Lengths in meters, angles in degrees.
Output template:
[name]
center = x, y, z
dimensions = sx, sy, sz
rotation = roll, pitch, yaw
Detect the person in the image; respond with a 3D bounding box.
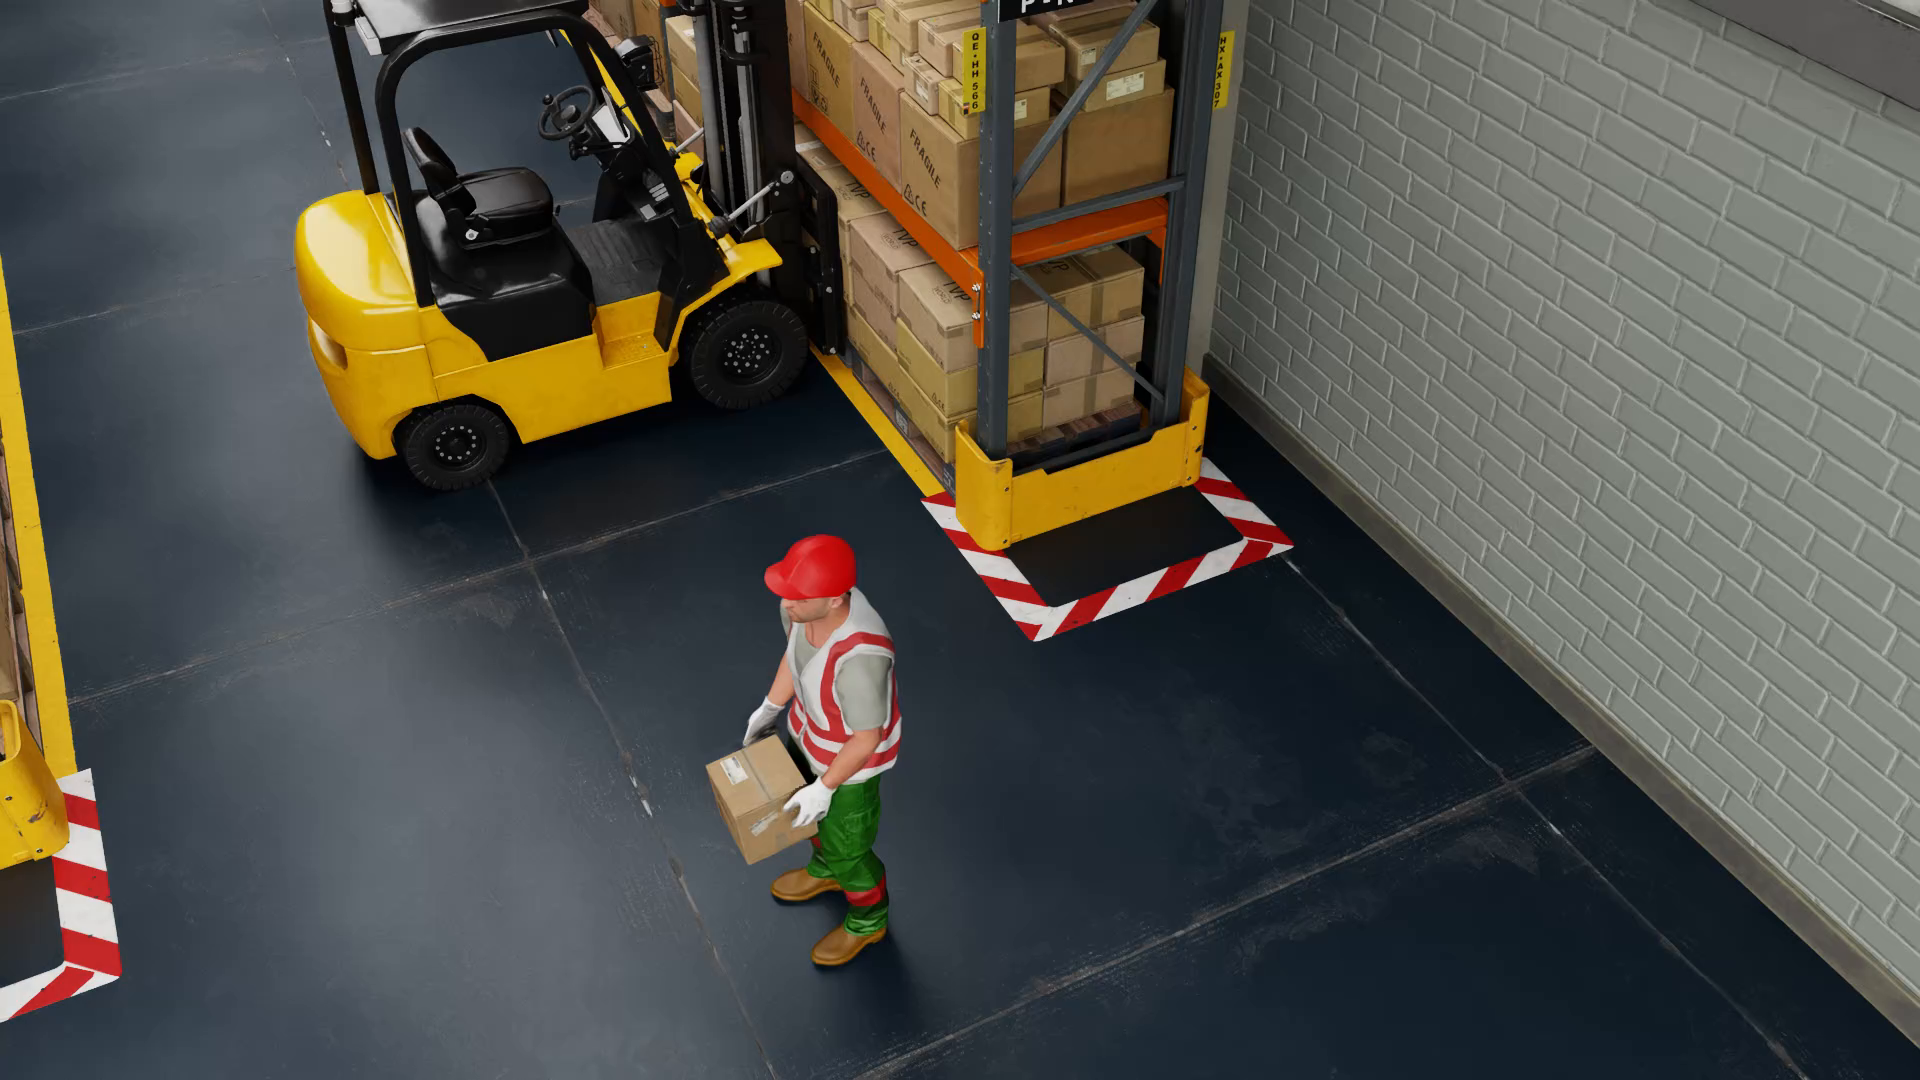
[person]
center = -0.428, 0.680, 5.353
dimensions = 0.449, 1.791, 0.537
rotation = -20, 45, -21
